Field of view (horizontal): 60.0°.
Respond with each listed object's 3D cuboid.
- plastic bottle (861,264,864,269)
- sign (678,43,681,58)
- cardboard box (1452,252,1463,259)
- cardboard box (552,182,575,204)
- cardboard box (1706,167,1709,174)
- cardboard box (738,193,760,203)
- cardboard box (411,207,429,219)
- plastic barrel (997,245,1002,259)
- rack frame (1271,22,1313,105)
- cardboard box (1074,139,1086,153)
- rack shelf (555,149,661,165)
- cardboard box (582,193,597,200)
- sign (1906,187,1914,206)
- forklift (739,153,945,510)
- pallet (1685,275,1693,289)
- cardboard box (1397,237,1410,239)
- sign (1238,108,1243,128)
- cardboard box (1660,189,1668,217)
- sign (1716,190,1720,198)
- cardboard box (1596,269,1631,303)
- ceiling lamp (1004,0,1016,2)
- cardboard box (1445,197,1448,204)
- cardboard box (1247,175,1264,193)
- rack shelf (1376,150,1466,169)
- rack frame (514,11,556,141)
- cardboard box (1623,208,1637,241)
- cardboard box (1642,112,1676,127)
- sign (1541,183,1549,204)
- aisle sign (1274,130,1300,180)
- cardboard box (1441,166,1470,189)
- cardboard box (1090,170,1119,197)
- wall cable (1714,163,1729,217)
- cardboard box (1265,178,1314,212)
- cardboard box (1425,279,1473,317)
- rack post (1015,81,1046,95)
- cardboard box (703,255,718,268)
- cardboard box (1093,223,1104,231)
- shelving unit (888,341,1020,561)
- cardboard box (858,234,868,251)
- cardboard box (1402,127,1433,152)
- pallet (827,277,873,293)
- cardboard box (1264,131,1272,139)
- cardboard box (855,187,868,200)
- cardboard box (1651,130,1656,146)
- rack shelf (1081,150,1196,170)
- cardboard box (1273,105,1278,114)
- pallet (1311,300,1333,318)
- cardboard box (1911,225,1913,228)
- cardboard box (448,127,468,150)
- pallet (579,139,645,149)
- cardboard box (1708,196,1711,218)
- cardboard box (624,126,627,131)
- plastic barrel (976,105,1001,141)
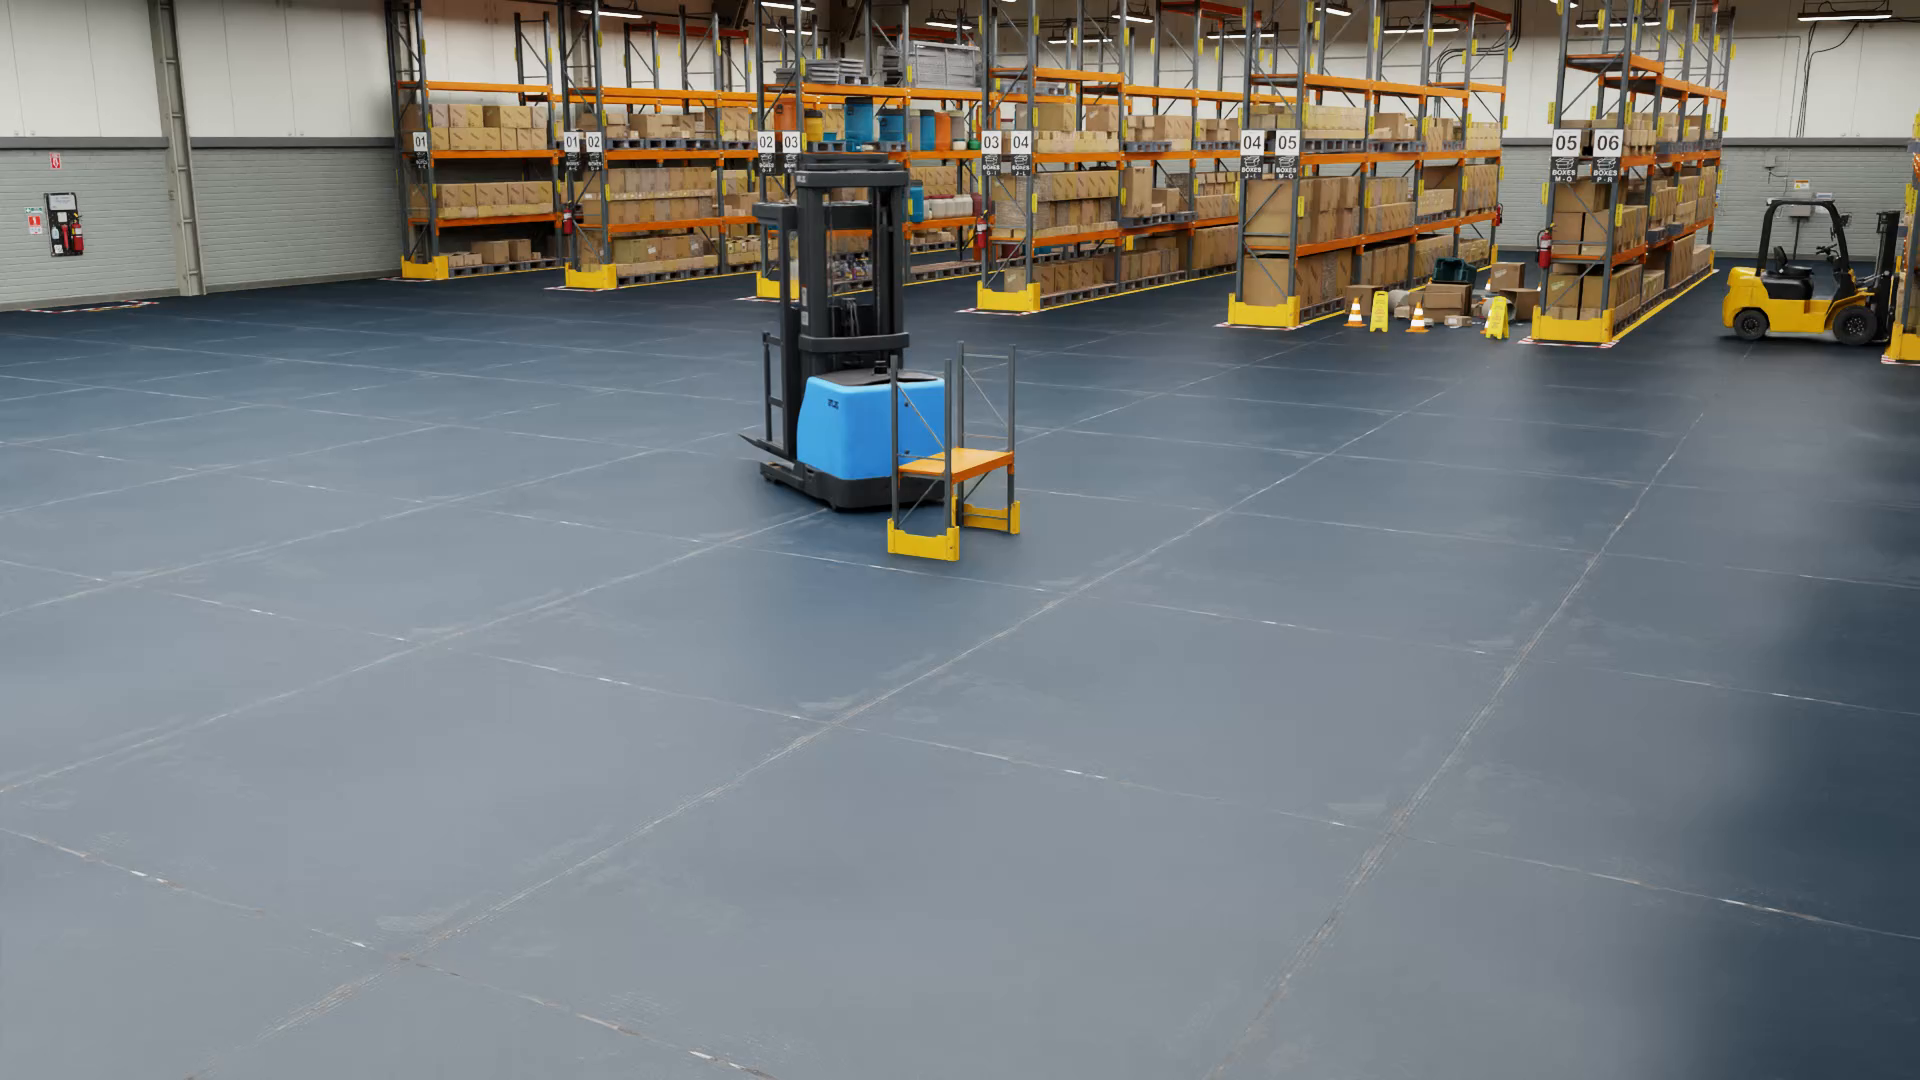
[{"bbox_3d":[-2.025,-5.688,35.082,0.061,0.283,0.133,7,15,28],"label":"plastic bottle"},{"bbox_3d":[-6.357,-11.116,37.778,0.100,0.325,0.005,7,15,28],"label":"sign"},{"bbox_3d":[11.410,-6.584,38.496,0.380,0.149,0.250,8,16,31],"label":"cardboard box"},{"bbox_3d":[-9.938,-8.571,41.034,0.700,0.500,0.500,7,15,28],"label":"cardboard box"},{"bbox_3d":[16.469,-8.239,37.076,0.380,0.149,0.250,7,15,28],"label":"cardboard box"},{"bbox_3d":[-4.994,-8.063,39.864,0.500,0.500,0.500,7,15,28],"label":"cardboard box"},{"bbox_3d":[-12.092,-7.442,37.780,0.500,0.250,0.500,8,16,29],"label":"cardboard box"},{"bbox_3d":[0.808,-7.129,40.617,0.421,0.512,0.421,0,14,0],"label":"plastic barrel"},{"bbox_3d":[8.595,-11.903,43.205,1.000,3.000,0.127,7,15,28],"label":"rack frame"},{"bbox_3d":[2.054,-7.474,31.554,0.500,0.250,0.500,8,16,30],"label":"cardboard box"},{"bbox_3d":[-9.247,-9.727,42.115,1.077,0.370,4.000,7,15,28],"label":"rack shelf"},{"bbox_3d":[-7.792,-7.291,35.278,0.380,0.149,0.250,7,15,27],"label":"cardboard box"},{"bbox_3d":[17.270,-6.245,30.234,0.100,0.325,0.005,7,15,28],"label":"sign"},{"bbox_3d":[-1.190,-1.981,14.998,1.130,2.935,3.031,-7,15,-27],"label":"forklift"},{"bbox_3d":[15.030,-5.521,35.482,1.003,0.211,1.213,7,15,28],"label":"pallet"},{"bbox_3d":[9.616,-6.493,36.405,0.500,0.250,0.500,8,16,29],"label":"cardboard box"},{"bbox_3d":[4.685,-7.036,27.696,0.100,0.325,0.005,7,15,28],"label":"sign"},{"bbox_3d":[12.678,-6.172,30.491,0.500,0.500,0.500,7,15,26],"label":"cardboard box"},{"bbox_3d":[19.963,-9.173,44.104,0.327,0.218,0.001,7,15,28],"label":"sign"},{"bbox_3d":[10.677,-4.162,27.267,0.500,0.500,0.500,8,16,29],"label":"cardboard box"},{"bbox_3d":[0.843,-12.495,33.207,0.800,3.185,2.000,7,15,28],"label":"ceiling lamp"},{"bbox_3d":[10.686,-7.601,37.167,0.380,0.149,0.250,8,16,30],"label":"cardboard box"},{"bbox_3d":[7.117,-8.671,40.687,0.500,0.500,0.500,7,15,28],"label":"cardboard box"},{"bbox_3d":[9.988,-8.281,36.118,1.077,0.370,4.000,7,15,28],"label":"rack shelf"},{"bbox_3d":[-10.214,-11.125,39.977,1.000,3.000,0.127,7,15,28],"label":"rack frame"},{"bbox_3d":[10.739,-5.157,27.174,0.500,0.500,0.500,7,15,27],"label":"cardboard box"},{"bbox_3d":[12.335,-7.412,29.335,0.500,0.250,0.500,7,15,27],"label":"cardboard box"},{"bbox_3d":[9.059,-5.365,25.740,0.100,0.325,0.005,7,15,28],"label":"sign"},{"bbox_3d":[5.382,-6.336,27.369,0.394,0.787,0.004,7,15,28],"label":"aisle sign"},{"bbox_3d":[11.386,-8.327,38.193,0.500,0.500,0.500,8,16,29],"label":"cardboard box"},{"bbox_3d":[2.818,-7.080,33.020,0.500,0.500,0.500,7,15,28],"label":"cardboard box"},{"bbox_3d":[19.976,-9.532,43.938,0.585,1.953,0.123,7,15,28],"label":"wall cable"},{"bbox_3d":[5.552,-5.914,28.540,0.875,0.550,0.550,7,15,28],"label":"cardboard box"},{"bbox_3d":[8.613,-4.273,29.396,0.797,0.637,0.503,7,15,28],"label":"cardboard box"},{"bbox_3d":[1.459,-10.971,40.405,0.937,0.300,0.954,9,16,34],"label":"rack post"},{"bbox_3d":[-5.909,-6.395,38.131,0.500,0.250,0.500,7,15,28],"label":"cardboard box"},{"bbox_3d":[2.622,-6.166,32.747,0.380,0.149,0.250,7,15,28],"label":"cardboard box"},{"bbox_3d":[-0.037,-0.713,12.793,0.587,1.500,1.083,7,15,28],"label":"shelving unit"},{"bbox_3d":[-2.729,-7.846,43.573,0.500,0.500,0.500,7,15,26],"label":"cardboard box"},{"bbox_3d":[9.530,-8.356,34.681,0.500,0.500,0.500,7,15,28],"label":"cardboard box"},{"bbox_3d":[-2.491,-5.346,34.757,1.003,0.211,1.213,7,15,28],"label":"pallet"},{"bbox_3d":[5.018,-6.817,27.935,0.380,0.149,0.250,7,15,28],"label":"cardboard box"},{"bbox_3d":[-2.809,-9.172,43.570,0.700,0.500,0.500,3,14,14],"label":"cardboard box"},{"bbox_3d":[11.491,-6.810,28.167,0.500,0.250,0.500,7,15,28],"label":"cardboard box"},{"bbox_3d":[3.761,-8.043,35.131,1.077,0.370,4.000,7,15,28],"label":"rack shelf"},{"bbox_3d":[5.141,-7.256,28.057,0.380,0.149,0.250,7,15,28],"label":"cardboard box"},{"bbox_3d":[6.062,-4.188,29.954,1.003,0.211,1.213,7,15,28],"label":"pallet"},{"bbox_3d":[14.397,-4.409,24.709,0.500,0.500,0.500,7,15,27],"label":"cardboard box"},{"bbox_3d":[-11.476,-9.050,37.518,0.500,0.500,0.500,9,16,32],"label":"cardboard box"},{"bbox_3d":[-7.445,-8.384,35.199,1.003,0.211,1.213,7,15,28],"label":"pallet"},{"bbox_3d":[16.773,-7.575,37.842,0.500,0.500,0.500,8,16,30],"label":"cardboard box"},{"bbox_3d":[-7.484,-8.751,35.655,0.500,0.250,0.500,7,15,28],"label":"cardboard box"},{"bbox_3d":[0.669,-9.894,39.459,0.600,0.830,0.708,7,15,28],"label":"plastic barrel"}]
